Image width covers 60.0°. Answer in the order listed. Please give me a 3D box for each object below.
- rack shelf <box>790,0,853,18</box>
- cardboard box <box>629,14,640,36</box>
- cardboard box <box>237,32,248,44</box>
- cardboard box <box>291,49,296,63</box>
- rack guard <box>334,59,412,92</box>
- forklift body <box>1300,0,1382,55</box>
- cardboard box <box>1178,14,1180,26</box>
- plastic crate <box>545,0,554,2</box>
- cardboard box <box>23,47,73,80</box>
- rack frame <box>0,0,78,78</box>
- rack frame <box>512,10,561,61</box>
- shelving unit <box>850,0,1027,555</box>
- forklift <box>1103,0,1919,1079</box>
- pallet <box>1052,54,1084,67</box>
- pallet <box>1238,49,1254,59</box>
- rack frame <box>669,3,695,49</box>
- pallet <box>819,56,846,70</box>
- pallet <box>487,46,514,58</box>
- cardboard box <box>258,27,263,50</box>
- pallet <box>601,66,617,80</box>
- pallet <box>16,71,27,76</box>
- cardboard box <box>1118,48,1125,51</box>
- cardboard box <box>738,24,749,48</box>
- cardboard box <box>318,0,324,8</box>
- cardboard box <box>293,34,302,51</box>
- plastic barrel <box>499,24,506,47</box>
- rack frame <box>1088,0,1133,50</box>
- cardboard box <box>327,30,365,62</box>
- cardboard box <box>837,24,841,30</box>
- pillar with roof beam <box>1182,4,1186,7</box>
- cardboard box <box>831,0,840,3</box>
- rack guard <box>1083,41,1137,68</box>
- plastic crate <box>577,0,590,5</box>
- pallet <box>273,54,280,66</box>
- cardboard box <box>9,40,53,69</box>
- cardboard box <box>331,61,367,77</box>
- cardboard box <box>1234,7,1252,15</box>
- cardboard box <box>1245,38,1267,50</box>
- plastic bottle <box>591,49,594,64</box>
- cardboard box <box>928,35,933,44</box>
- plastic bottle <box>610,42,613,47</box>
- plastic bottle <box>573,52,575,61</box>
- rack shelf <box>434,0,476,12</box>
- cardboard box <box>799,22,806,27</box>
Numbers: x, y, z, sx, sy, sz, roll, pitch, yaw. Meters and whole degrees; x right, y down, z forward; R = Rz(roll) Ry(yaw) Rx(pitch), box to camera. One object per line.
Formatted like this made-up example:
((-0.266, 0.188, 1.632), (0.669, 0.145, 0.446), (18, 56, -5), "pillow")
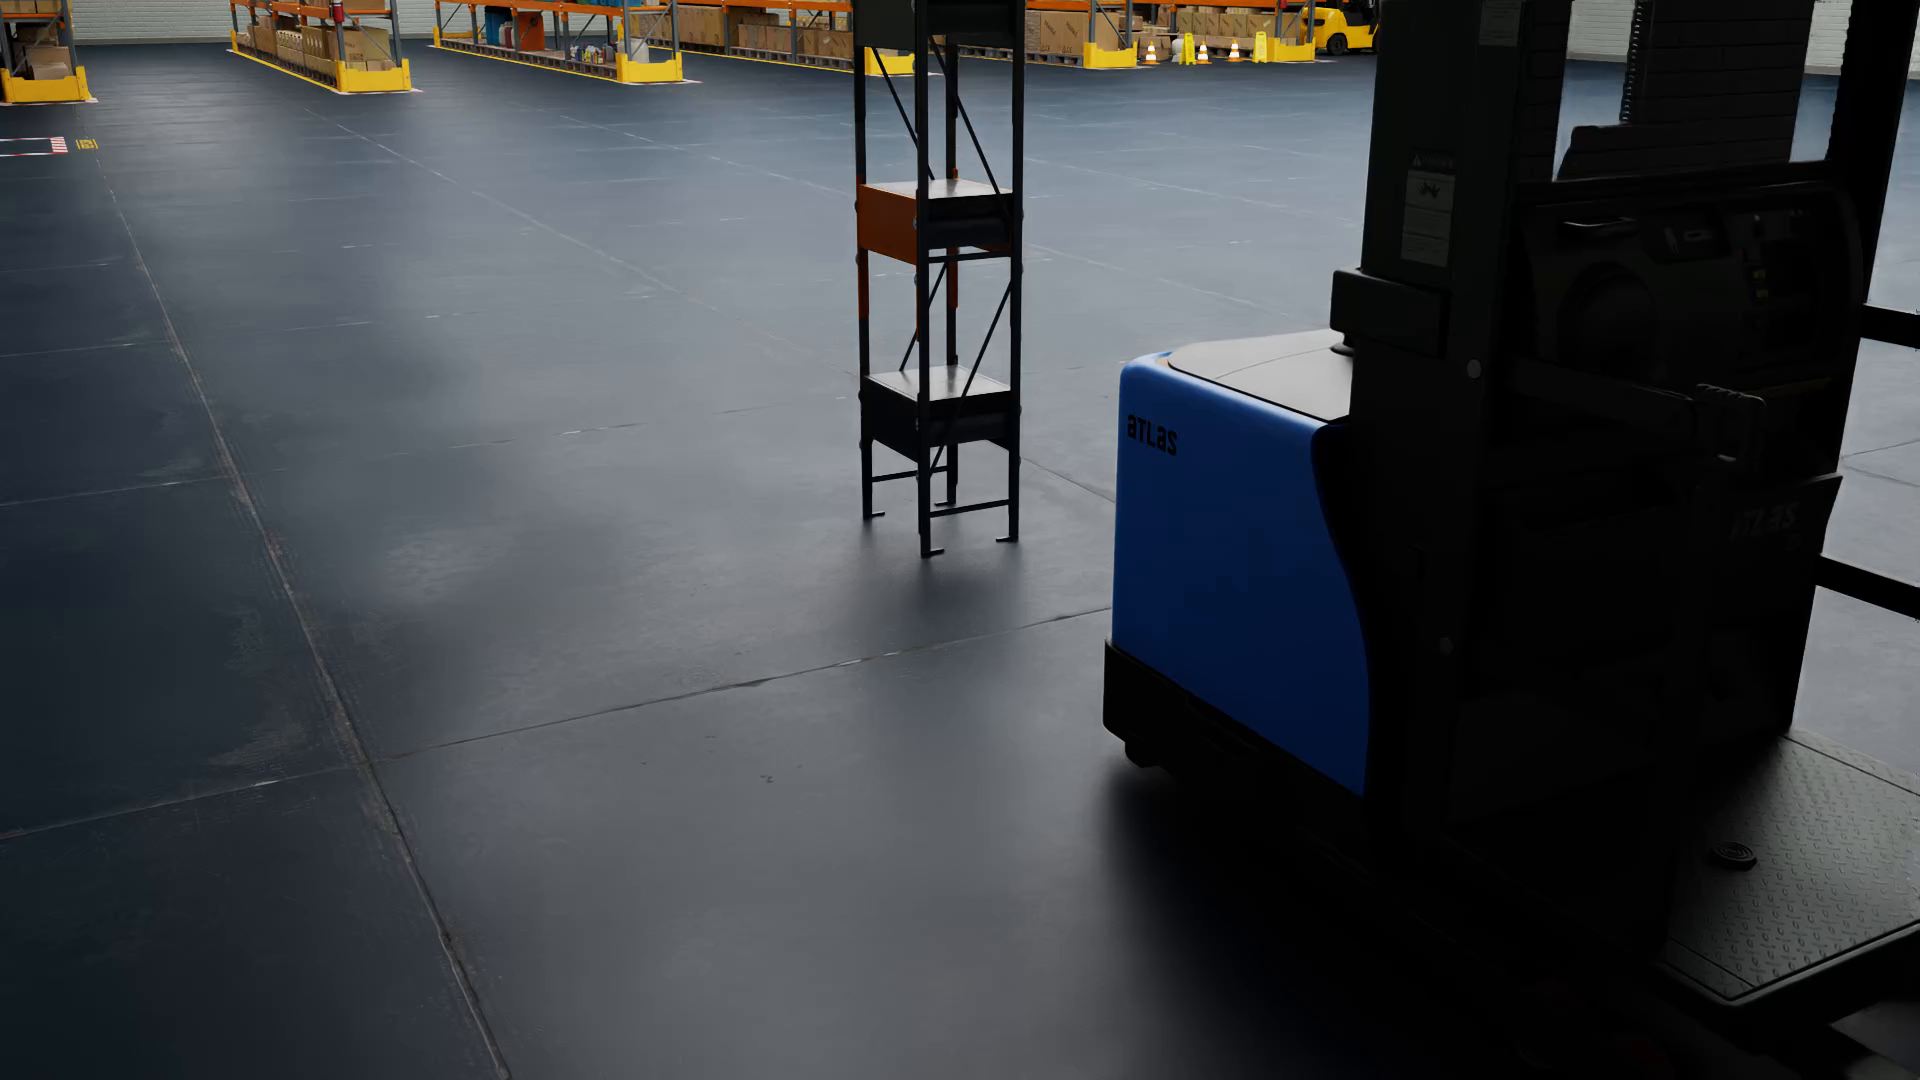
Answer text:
((-2.221, -10.863, 34.118), (1.077, 0.370, 4.000), (-10, 21, -27), "rack shelf")
((-8.495, -14.245, 45.429), (0.875, 0.875, 0.875), (-10, 21, -27), "cardboard box")
((-17.343, -12.254, 40.585), (0.500, 0.250, 0.500), (-10, 21, -27), "cardboard box")
((-12.825, -9.509, 32.663), (0.500, 0.250, 0.500), (-9, 21, -25), "cardboard box")
((-9.980, -7.907, 28.281), (1.175, 0.500, 0.348), (-10, 21, -27), "rack guard")
((9.310, -12.795, 39.914), (2.313, 2.155, 1.214), (-10, 21, -27), "forklift body")
((6.644, -14.927, 47.980), (0.500, 0.500, 0.500), (-11, 22, -28), "cardboard box")
((-8.327, -11.271, 34.222), (0.392, 0.384, 0.575), (-10, 21, -27), "plastic crate")
((-15.174, -7.949, 27.725), (0.700, 0.500, 0.500), (-12, 22, -30), "cardboard box")
((-14.349, -8.328, 25.666), (1.000, 3.000, 0.127), (-10, 21, -27), "rack frame")
((-9.429, -12.159, 36.769), (1.000, 3.000, 0.127), (-10, 21, -27), "rack frame")
((-0.079, -1.040, 5.927), (0.431, 2.100, 0.503), (-10, 21, -27), "shelving unit")
((1.530, -0.485, 3.044), (1.130, 2.935, 3.031), (-10, 21, -27), "forklift")
((2.693, -10.268, 35.564), (1.003, 0.211, 1.213), (-10, 21, -27), "pallet")
((7.059, -11.107, 37.995), (1.003, 0.211, 1.213), (-10, 21, -27), "pallet")
((-6.970, -14.074, 42.320), (1.000, 3.000, 0.127), (-10, 21, -27), "rack frame")
((-2.238, -9.921, 34.560), (1.003, 0.211, 1.213), (-10, 21, -27), "pallet")
((-10.416, -11.410, 38.875), (1.003, 0.211, 1.213), (-10, 21, -27), "pallet")
((-15.411, -11.239, 37.262), (0.500, 0.500, 0.500), (-10, 21, -26), "cardboard box")
((-6.089, -8.793, 31.289), (1.003, 0.211, 1.213), (-10, 21, -27), "pallet")
((-16.620, -8.381, 30.096), (1.003, 0.211, 1.213), (-10, 21, -27), "pallet")
((3.679, -11.016, 37.650), (0.396, 0.266, 0.258), (-6, 20, -17), "cardboard box")
((-4.735, -11.763, 38.780), (0.700, 0.500, 0.500), (-11, 22, -30), "cardboard box")
((-11.184, -9.870, 29.983), (0.700, 0.500, 0.500), (-10, 21, -26), "cardboard box")
((-12.588, -9.628, 32.148), (0.500, 0.311, 0.500), (-9, 21, -25), "cardboard box")
((-10.560, -11.791, 38.875), (0.421, 0.512, 0.421), (0, 19, 0), "plastic barrel")
((3.142, -11.369, 34.479), (1.000, 3.000, 0.127), (-10, 21, -27), "rack frame")
((-10.508, -8.457, 28.463), (0.500, 0.500, 0.500), (-10, 21, -27), "cardboard box")
((-3.126, -13.922, 45.149), (0.380, 0.149, 0.250), (-11, 22, -29), "cardboard box")
((2.792, -18.888, 47.072), (9.100, 9.000, 0.400), (-10, 21, -27), "pillar with roof beam")
((-2.393, -10.975, 33.723), (0.380, 0.149, 0.250), (-10, 21, -27), "cardboard box")
((3.153, -10.180, 34.867), (1.175, 0.500, 0.348), (-10, 21, -27), "rack guard")
((-7.134, -10.477, 32.220), (0.450, 0.188, 0.662), (-10, 21, -27), "plastic crate")
((-14.112, -10.295, 35.642), (1.003, 0.211, 1.213), (-10, 21, -27), "pallet")
((-16.902, -8.851, 30.342), (0.700, 0.500, 0.500), (-10, 22, -28), "cardboard box")
((-10.506, -8.103, 28.587), (0.500, 0.250, 0.500), (-10, 21, -27), "cardboard box")
((6.490, -12.081, 37.972), (0.380, 0.149, 0.250), (-10, 21, -26), "cardboard box")
((6.818, -11.260, 37.737), (0.500, 0.250, 0.500), (-10, 21, -27), "cardboard box")
((-7.050, -9.358, 32.155), (0.152, 0.276, 0.135), (-11, 22, -28), "plastic bottle")
((-0.447, -12.611, 40.886), (1.050, 0.750, 0.750), (-10, 22, -27), "cardboard box")
((-6.970, -9.826, 33.395), (0.144, 0.351, 0.185), (-11, 22, -28), "plastic bottle")
((-7.668, -9.678, 33.195), (0.097, 0.201, 0.097), (0, 19, 0), "plastic bottle")
((-12.278, -13.541, 41.878), (1.077, 0.370, 4.000), (-10, 21, -27), "rack shelf")
((-4.353, -14.676, 47.334), (0.380, 0.149, 0.250), (-10, 21, -27), "cardboard box")
